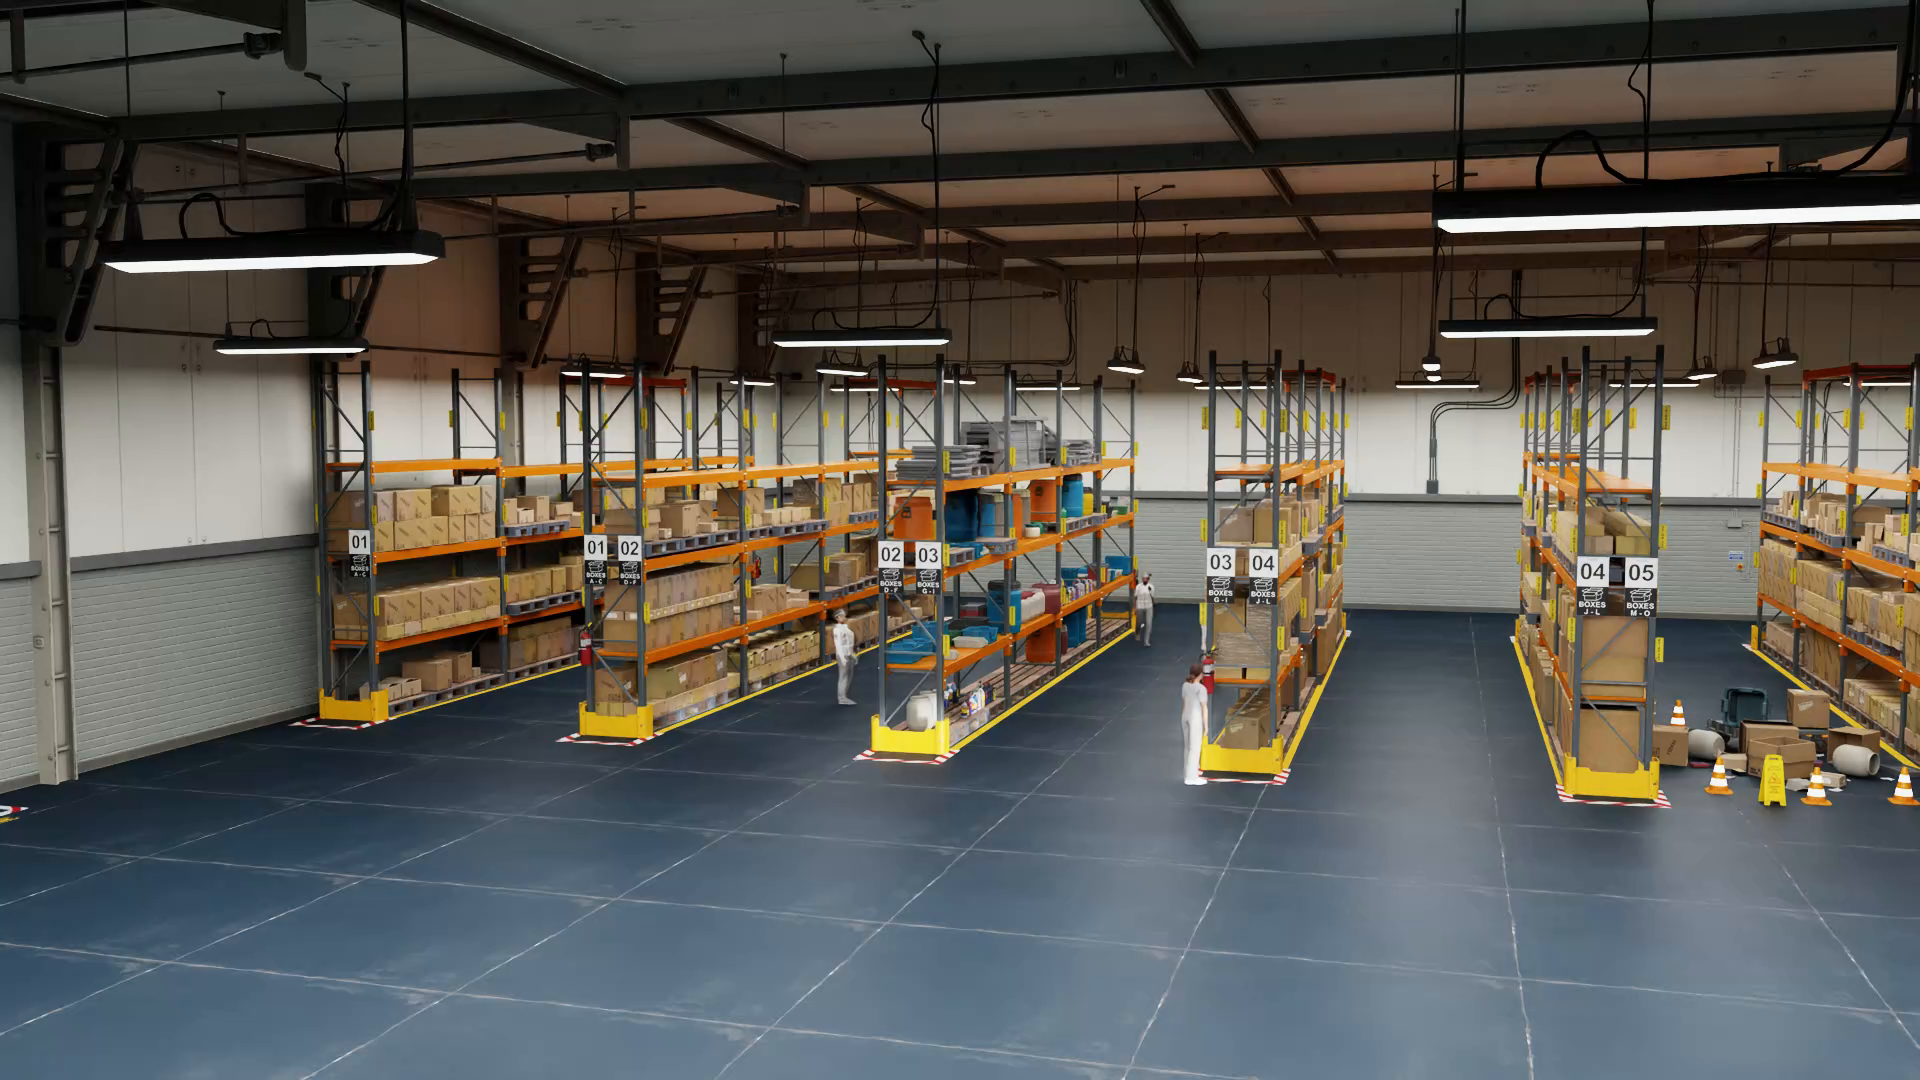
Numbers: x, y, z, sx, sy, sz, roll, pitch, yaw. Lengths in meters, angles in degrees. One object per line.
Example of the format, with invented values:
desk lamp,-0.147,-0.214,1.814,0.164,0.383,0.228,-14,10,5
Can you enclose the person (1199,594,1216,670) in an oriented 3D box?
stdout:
person,4.693,1.854,31.451,0.410,1.781,0.613,0,4,0

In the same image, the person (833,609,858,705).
person,-2.055,2.068,29.307,0.450,1.714,0.527,1,4,12

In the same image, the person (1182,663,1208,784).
person,3.277,2.532,22.922,0.436,1.694,0.465,-2,5,-31

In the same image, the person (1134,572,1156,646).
person,4.125,1.515,37.110,0.514,1.642,0.846,0,4,0
